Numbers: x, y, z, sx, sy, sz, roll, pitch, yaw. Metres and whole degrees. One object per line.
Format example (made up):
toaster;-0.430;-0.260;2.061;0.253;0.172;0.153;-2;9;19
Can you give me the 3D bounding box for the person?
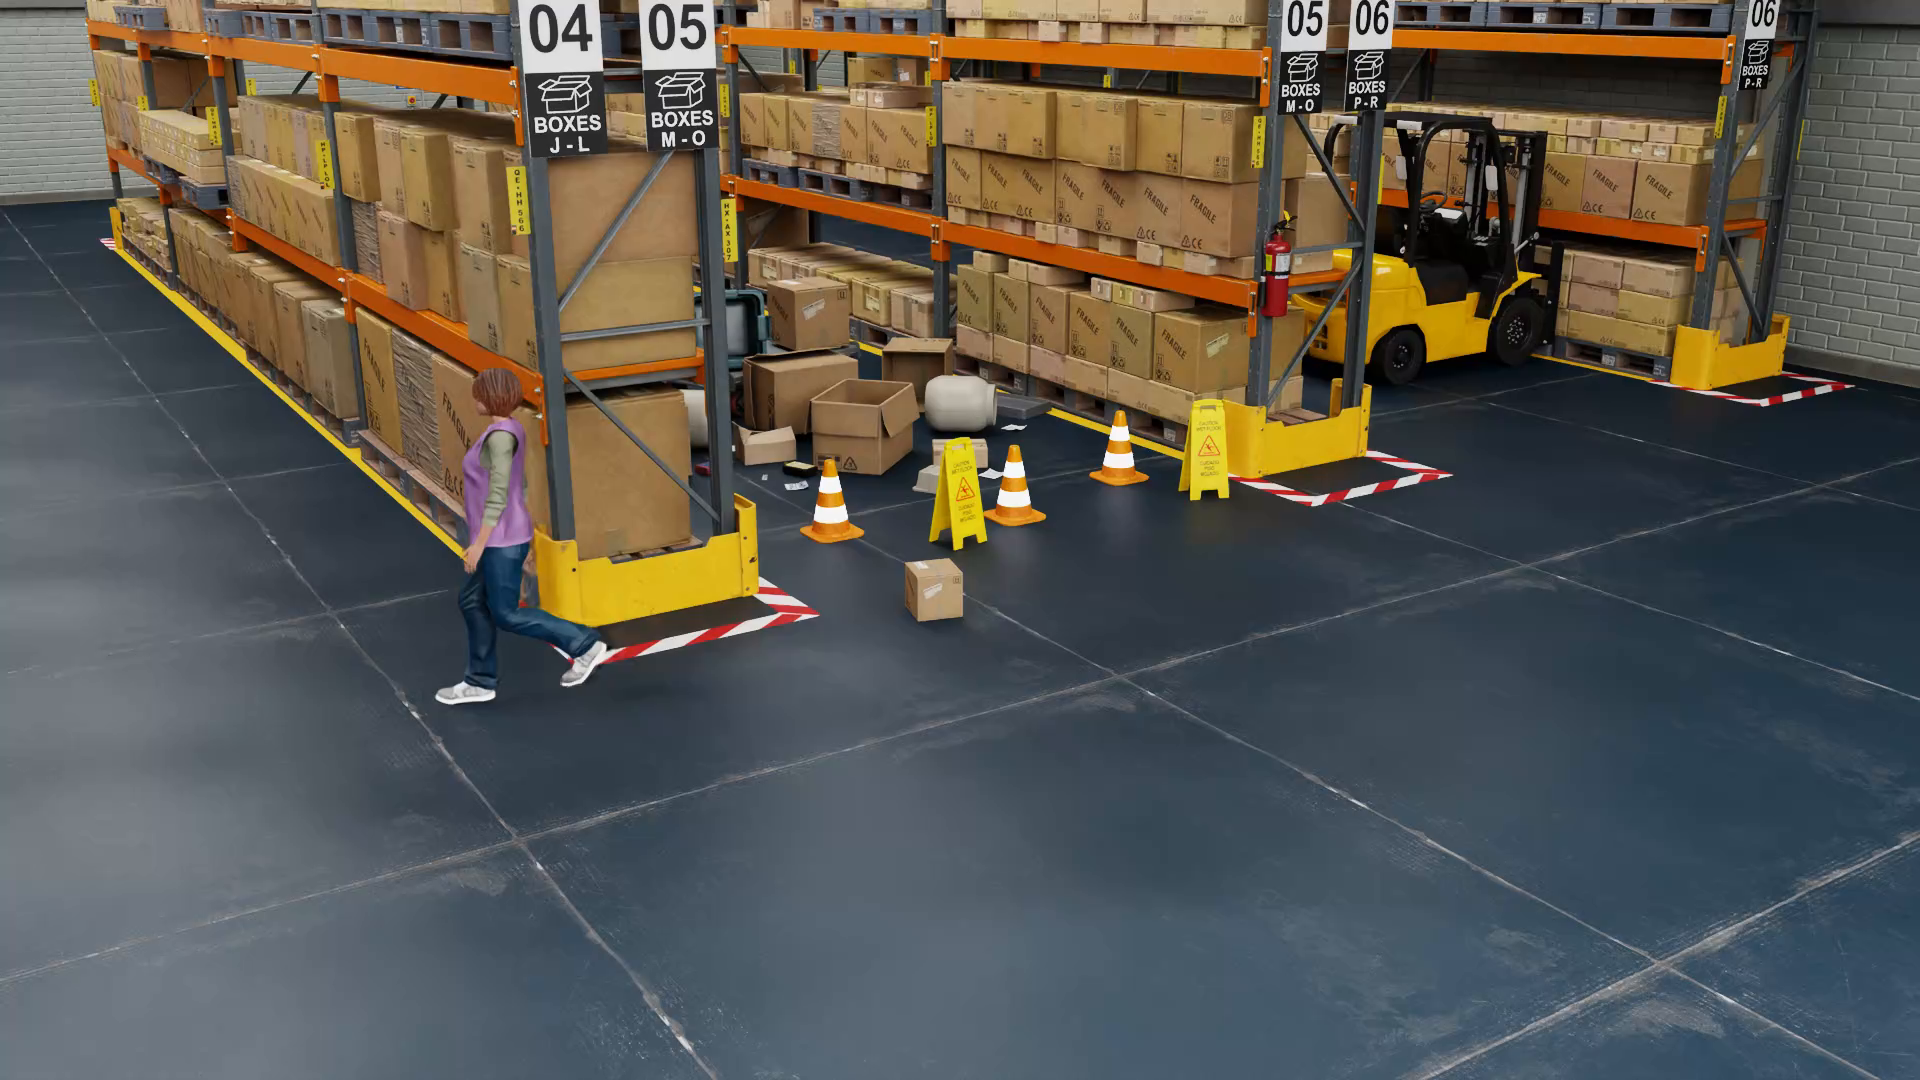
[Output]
person;-2.056;-0.009;7.593;0.796;1.561;0.423;-4;19;-11
